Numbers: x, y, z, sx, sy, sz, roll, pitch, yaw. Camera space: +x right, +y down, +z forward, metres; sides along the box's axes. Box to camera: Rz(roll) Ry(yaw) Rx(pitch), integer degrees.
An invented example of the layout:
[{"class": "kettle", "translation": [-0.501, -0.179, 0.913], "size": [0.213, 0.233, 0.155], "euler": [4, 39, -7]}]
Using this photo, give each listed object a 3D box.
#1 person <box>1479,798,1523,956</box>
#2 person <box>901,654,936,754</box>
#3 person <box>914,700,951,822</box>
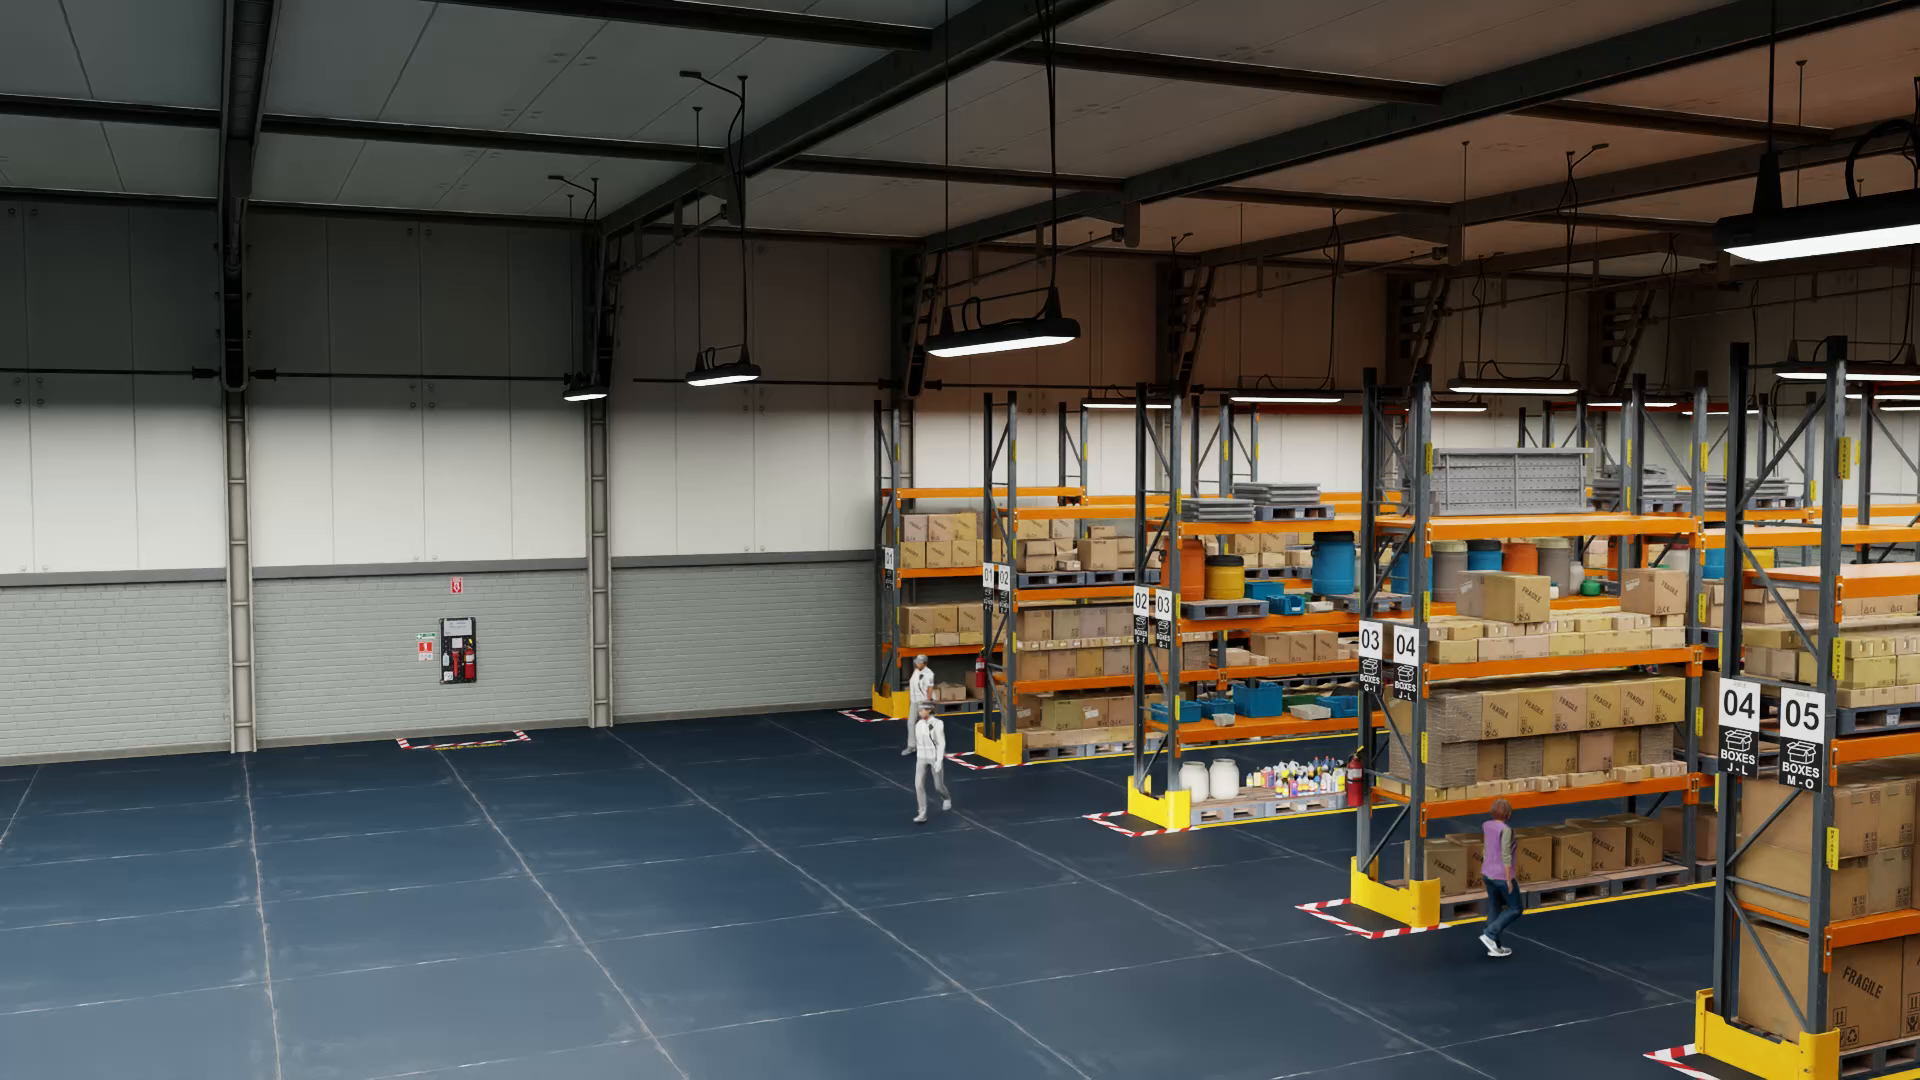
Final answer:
[{"class": "person", "translation": [5.373, 3.394, 16.707], "size": [0.441, 1.597, 0.439], "euler": [-1, 4, -21]}, {"class": "person", "translation": [-0.647, 2.726, 27.768], "size": [0.528, 1.648, 0.771], "euler": [3, 5, 45]}, {"class": "person", "translation": [-0.413, 3.016, 22.857], "size": [0.486, 1.624, 0.860], "euler": [2, 4, 25]}]
